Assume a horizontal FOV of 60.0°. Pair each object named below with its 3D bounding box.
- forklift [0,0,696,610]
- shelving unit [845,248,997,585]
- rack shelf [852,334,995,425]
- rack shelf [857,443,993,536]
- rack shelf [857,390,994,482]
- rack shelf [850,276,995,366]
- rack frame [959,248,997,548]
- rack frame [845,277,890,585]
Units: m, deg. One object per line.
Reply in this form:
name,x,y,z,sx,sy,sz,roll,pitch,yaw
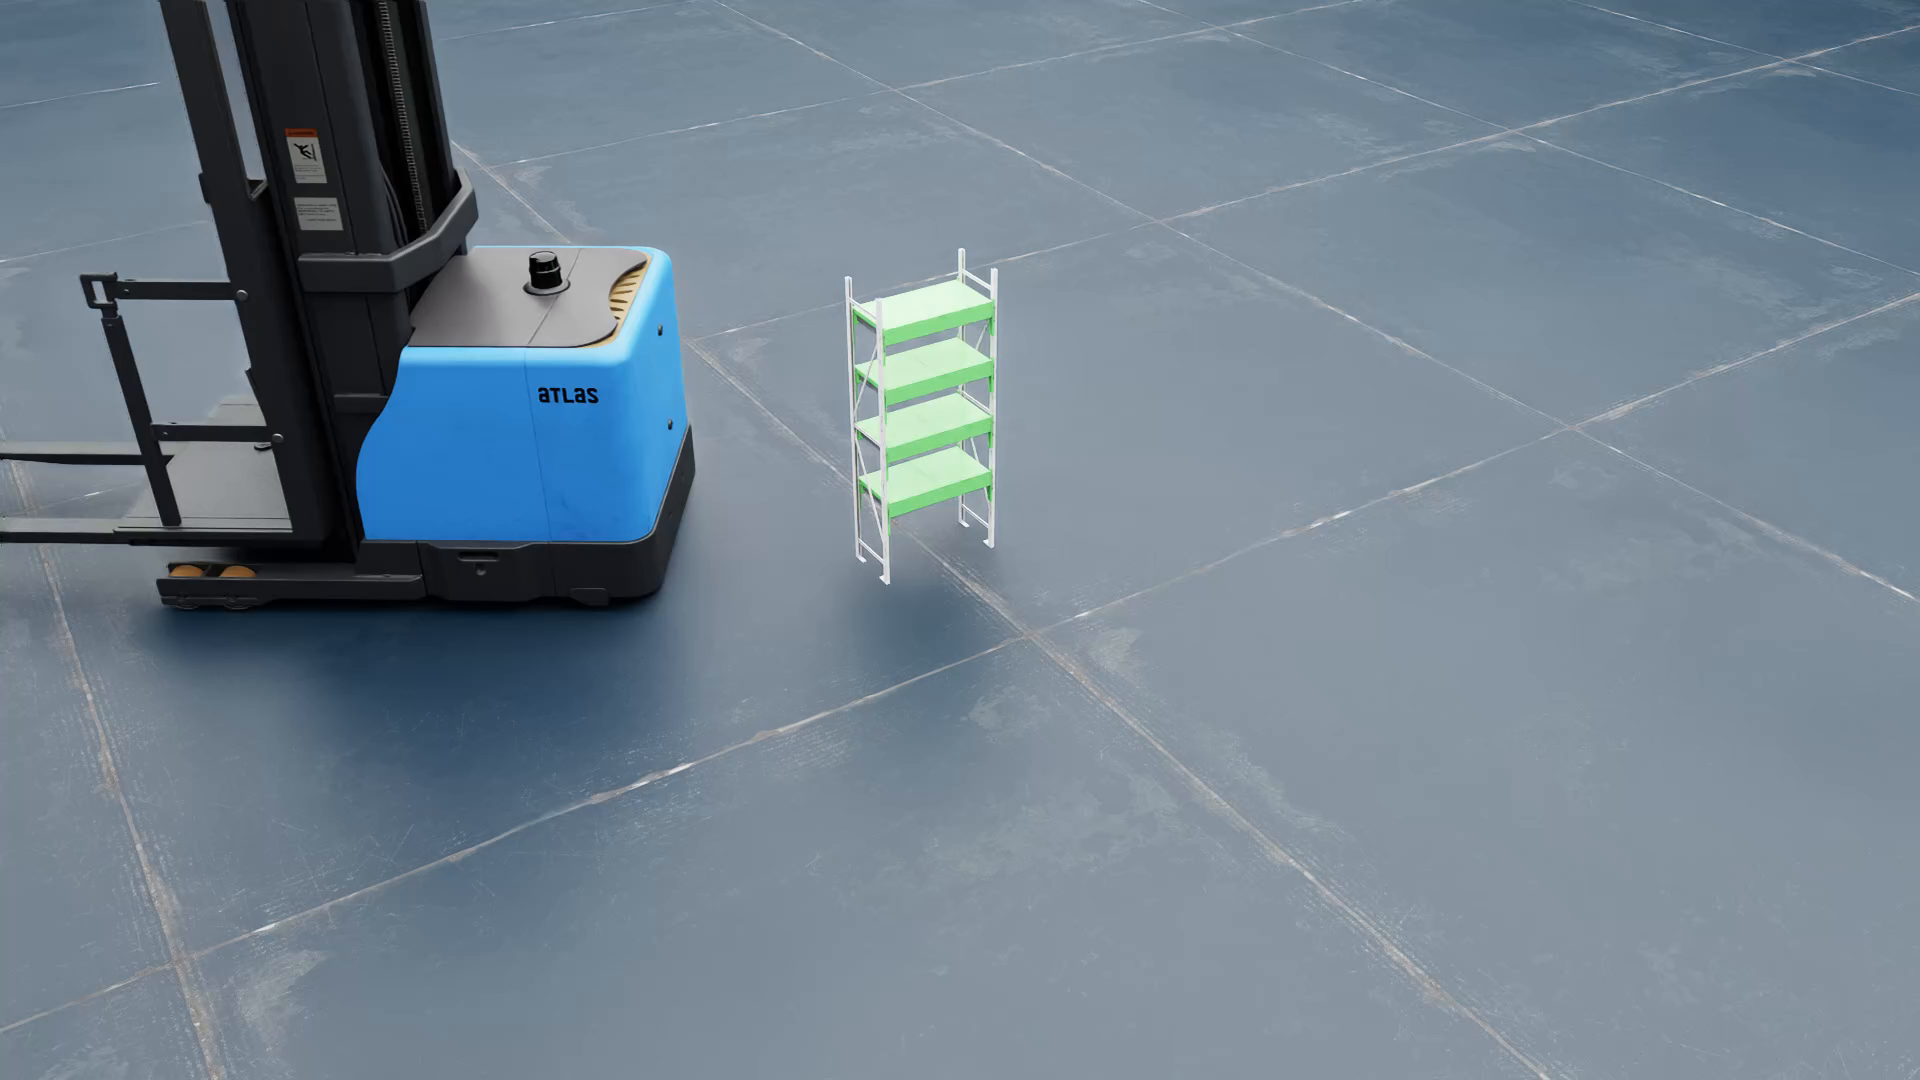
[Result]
forklift,-2.647,-1.255,5.993,3.031,2.935,1.130,1,32,1
shelving unit,-0.139,-0.460,6.354,0.503,1.200,0.258,-19,37,-27
rack shelf,-0.139,-0.609,6.260,0.480,0.148,0.258,-19,37,-27
rack shelf,-0.139,-0.203,6.516,0.480,0.148,0.258,-19,37,-27
rack shelf,-0.139,-0.406,6.388,0.480,0.148,0.258,-19,37,-27
rack shelf,-0.139,-0.812,6.132,0.480,0.148,0.258,-19,37,-27
rack frame,0.066,-0.530,6.466,0.015,1.200,0.240,-19,37,-27
rack frame,-0.344,-0.389,6.242,0.015,1.200,0.240,-19,37,-27
